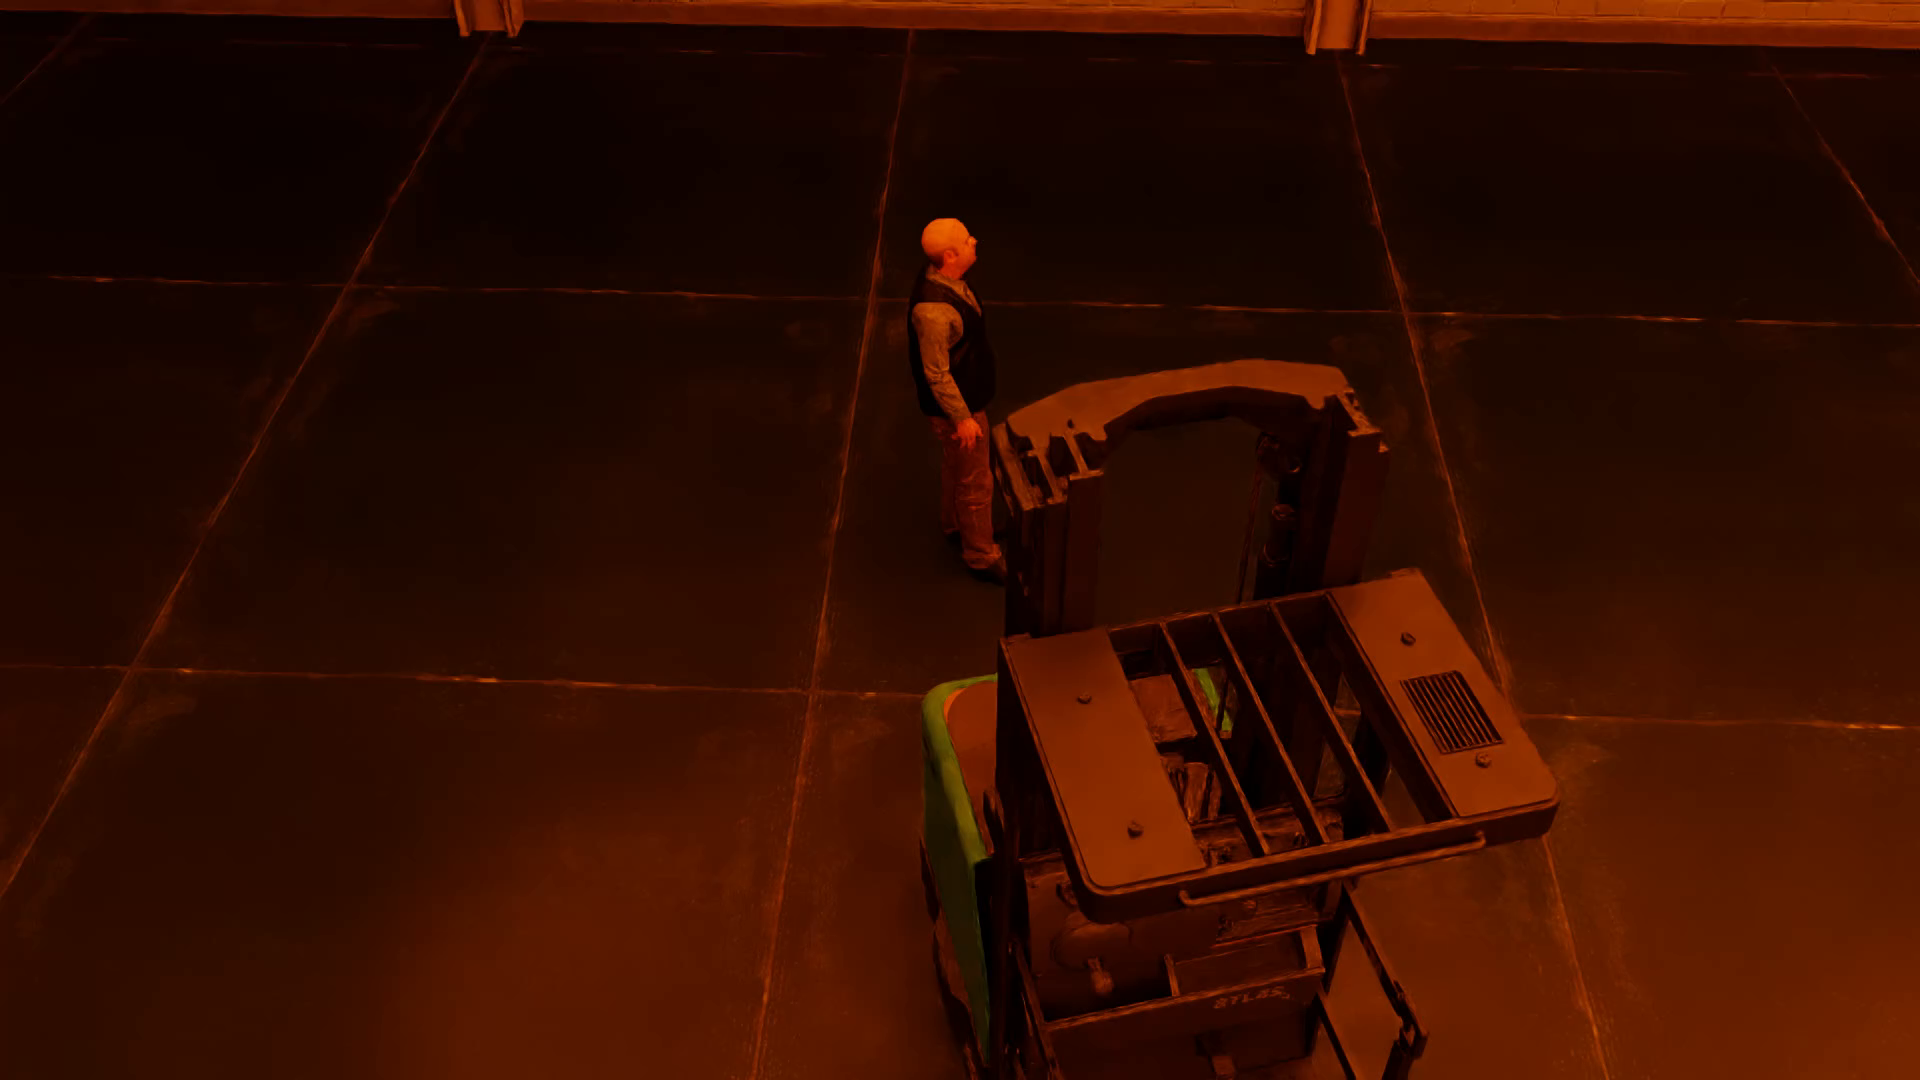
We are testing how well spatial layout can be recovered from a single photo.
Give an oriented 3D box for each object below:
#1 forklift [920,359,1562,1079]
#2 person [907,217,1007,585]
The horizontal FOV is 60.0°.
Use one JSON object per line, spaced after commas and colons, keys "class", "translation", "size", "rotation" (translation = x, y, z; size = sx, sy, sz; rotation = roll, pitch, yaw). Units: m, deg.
{"class": "forklift", "translation": [0.689, 1.107, 4.529], "size": [1.130, 2.935, 3.031], "rotation": [-9, 43, -10]}
{"class": "person", "translation": [0.062, -0.634, 7.323], "size": [0.567, 1.720, 0.632], "rotation": [2, 42, 2]}
